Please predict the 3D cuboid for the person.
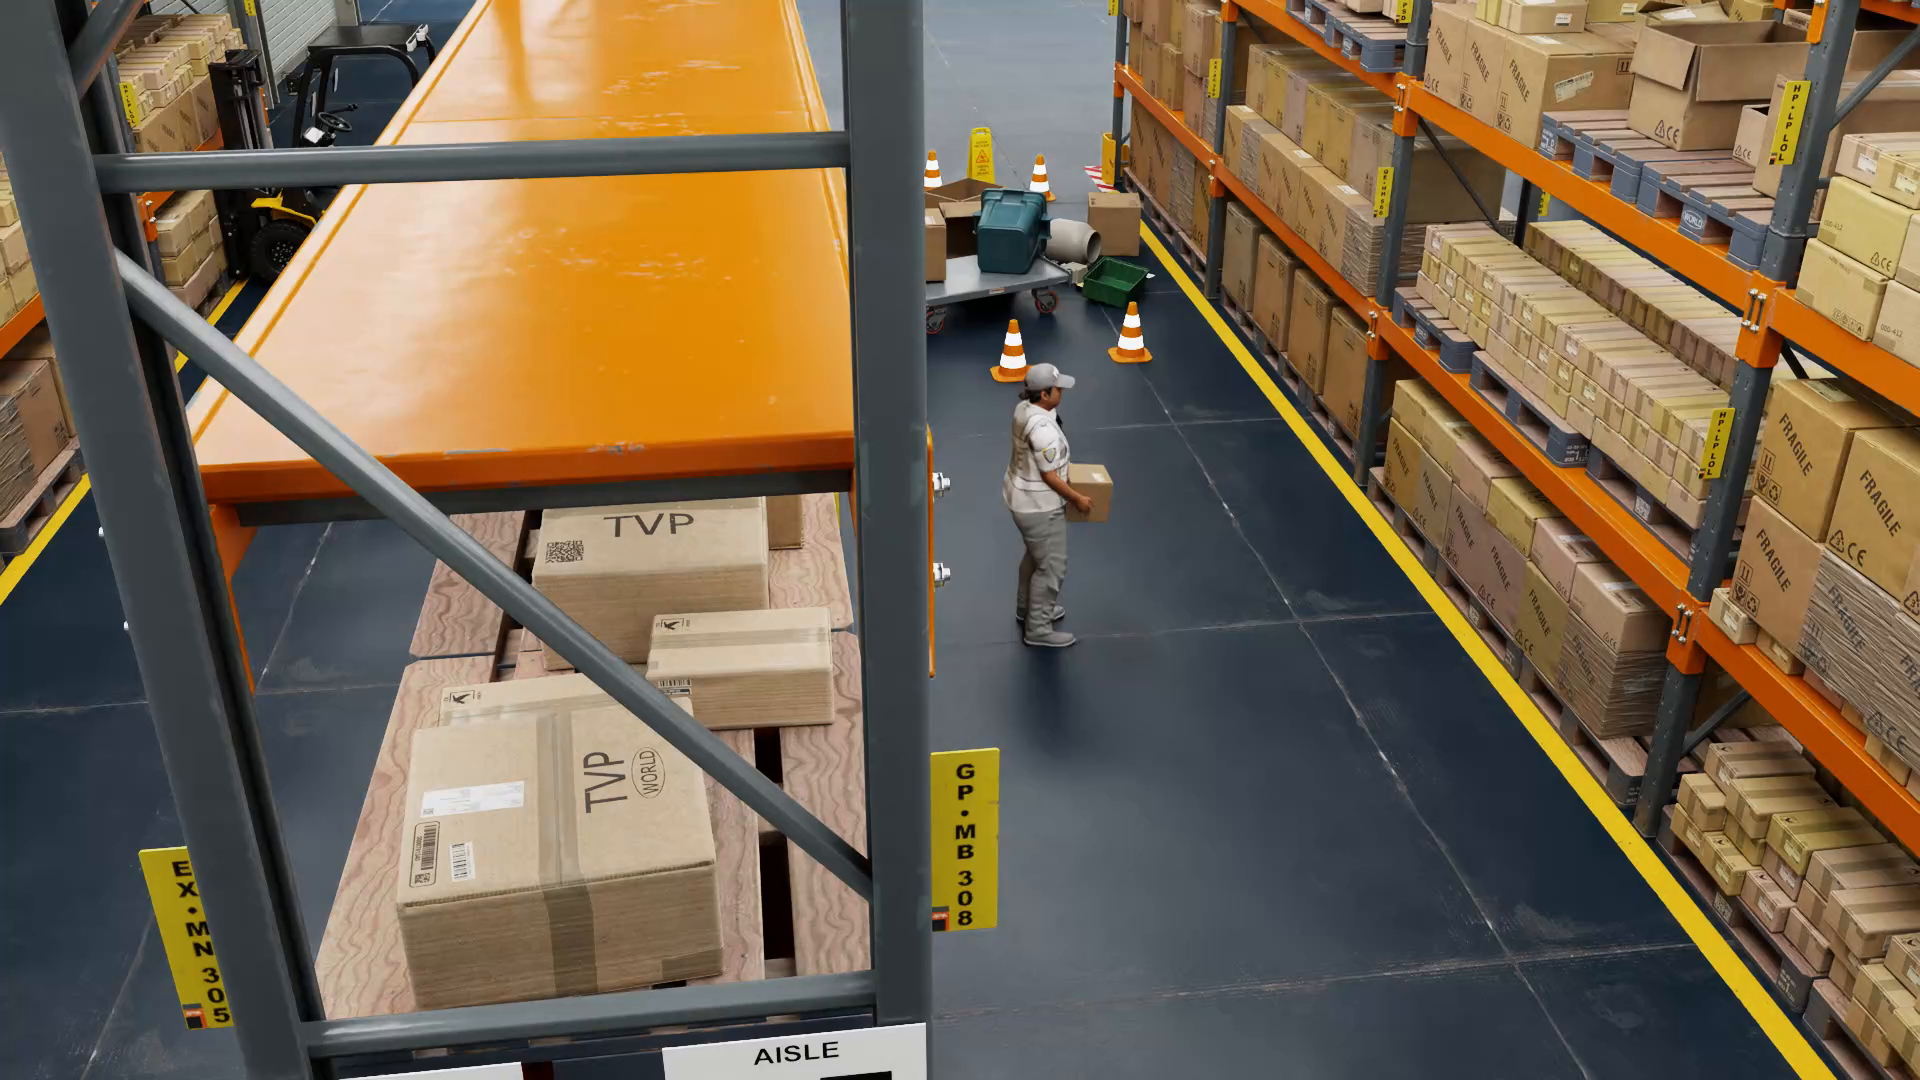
[{"bbox_3d":[0.498,-0.217,9.498,0.490,1.671,0.493,-4,28,-8],"label":"person"}]
